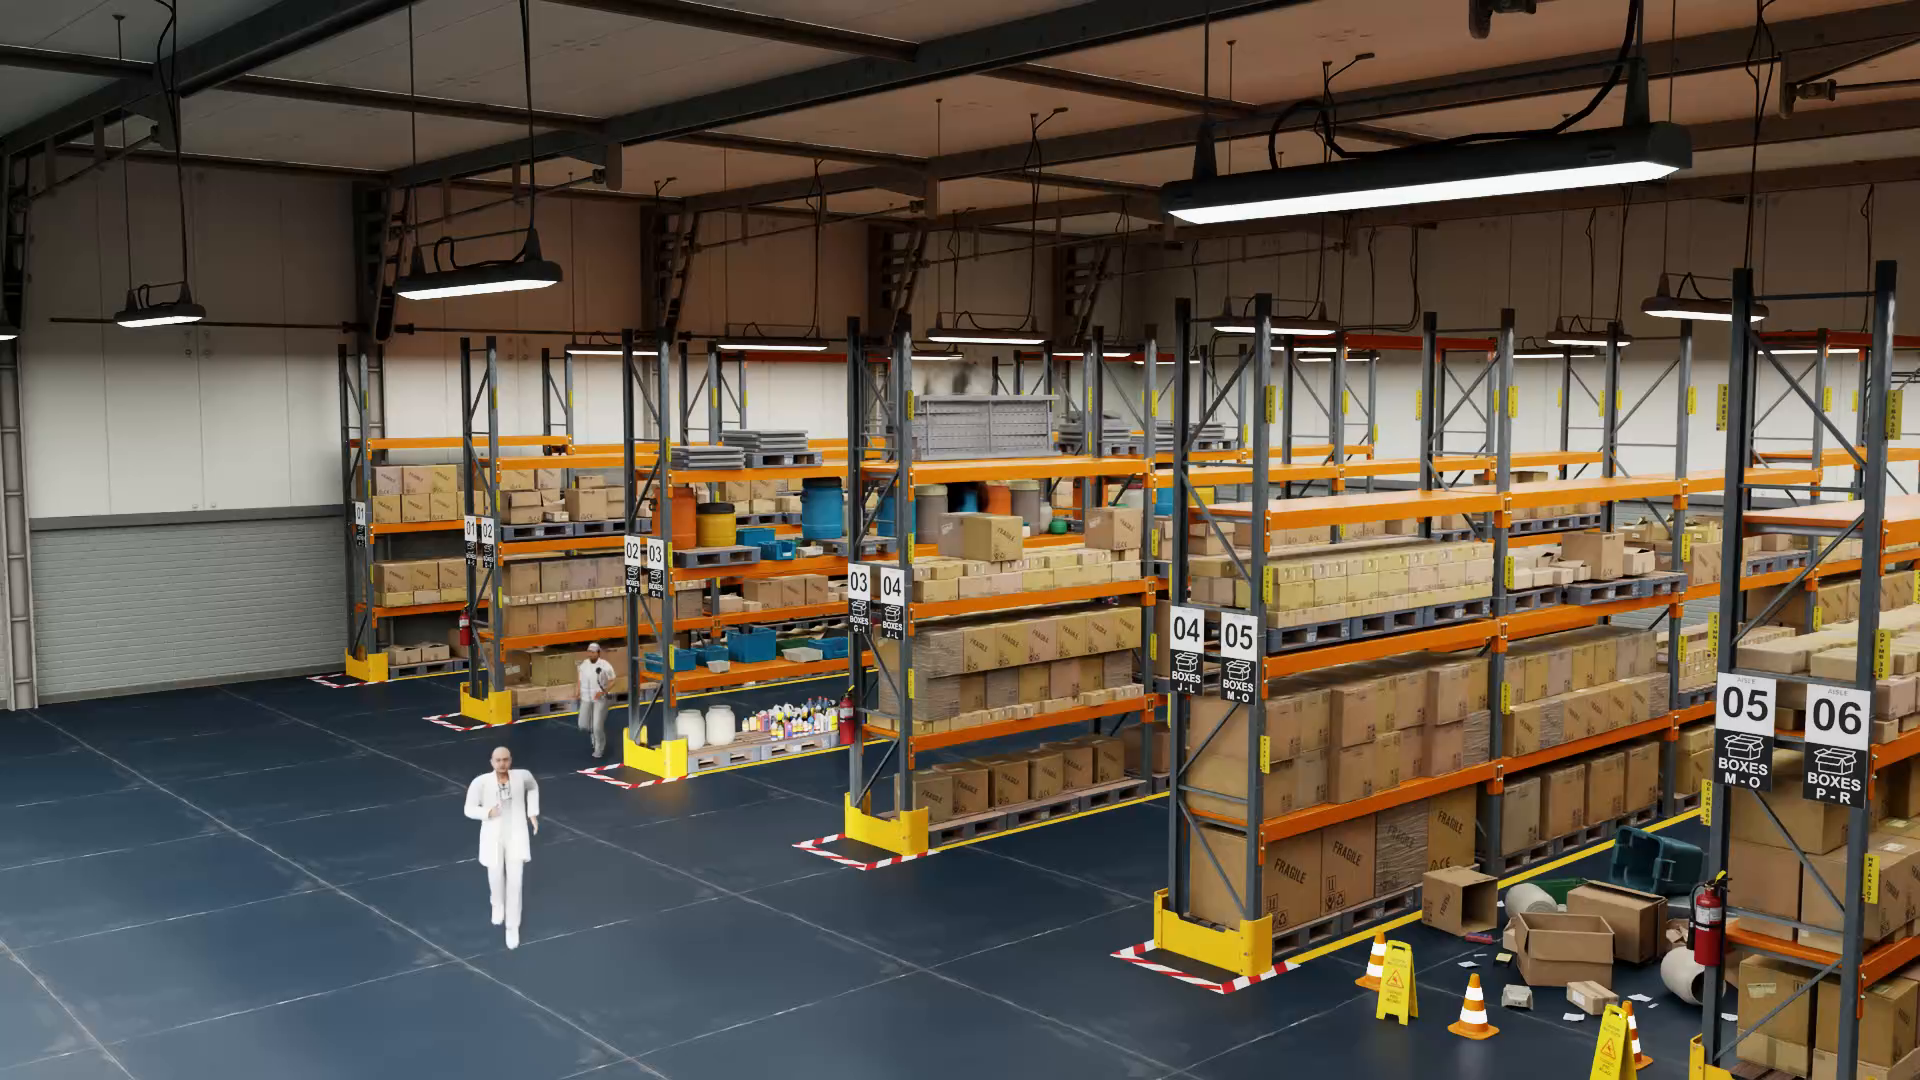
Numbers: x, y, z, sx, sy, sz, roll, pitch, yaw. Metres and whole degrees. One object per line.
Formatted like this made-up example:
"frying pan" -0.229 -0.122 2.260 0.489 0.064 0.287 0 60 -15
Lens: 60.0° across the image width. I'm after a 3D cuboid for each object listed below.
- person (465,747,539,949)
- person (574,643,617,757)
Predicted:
"person" -4.335 2.847 15.776 0.680 1.822 0.977 -1 5 -16
"person" -5.167 2.259 23.578 0.621 1.615 0.563 1 5 15
